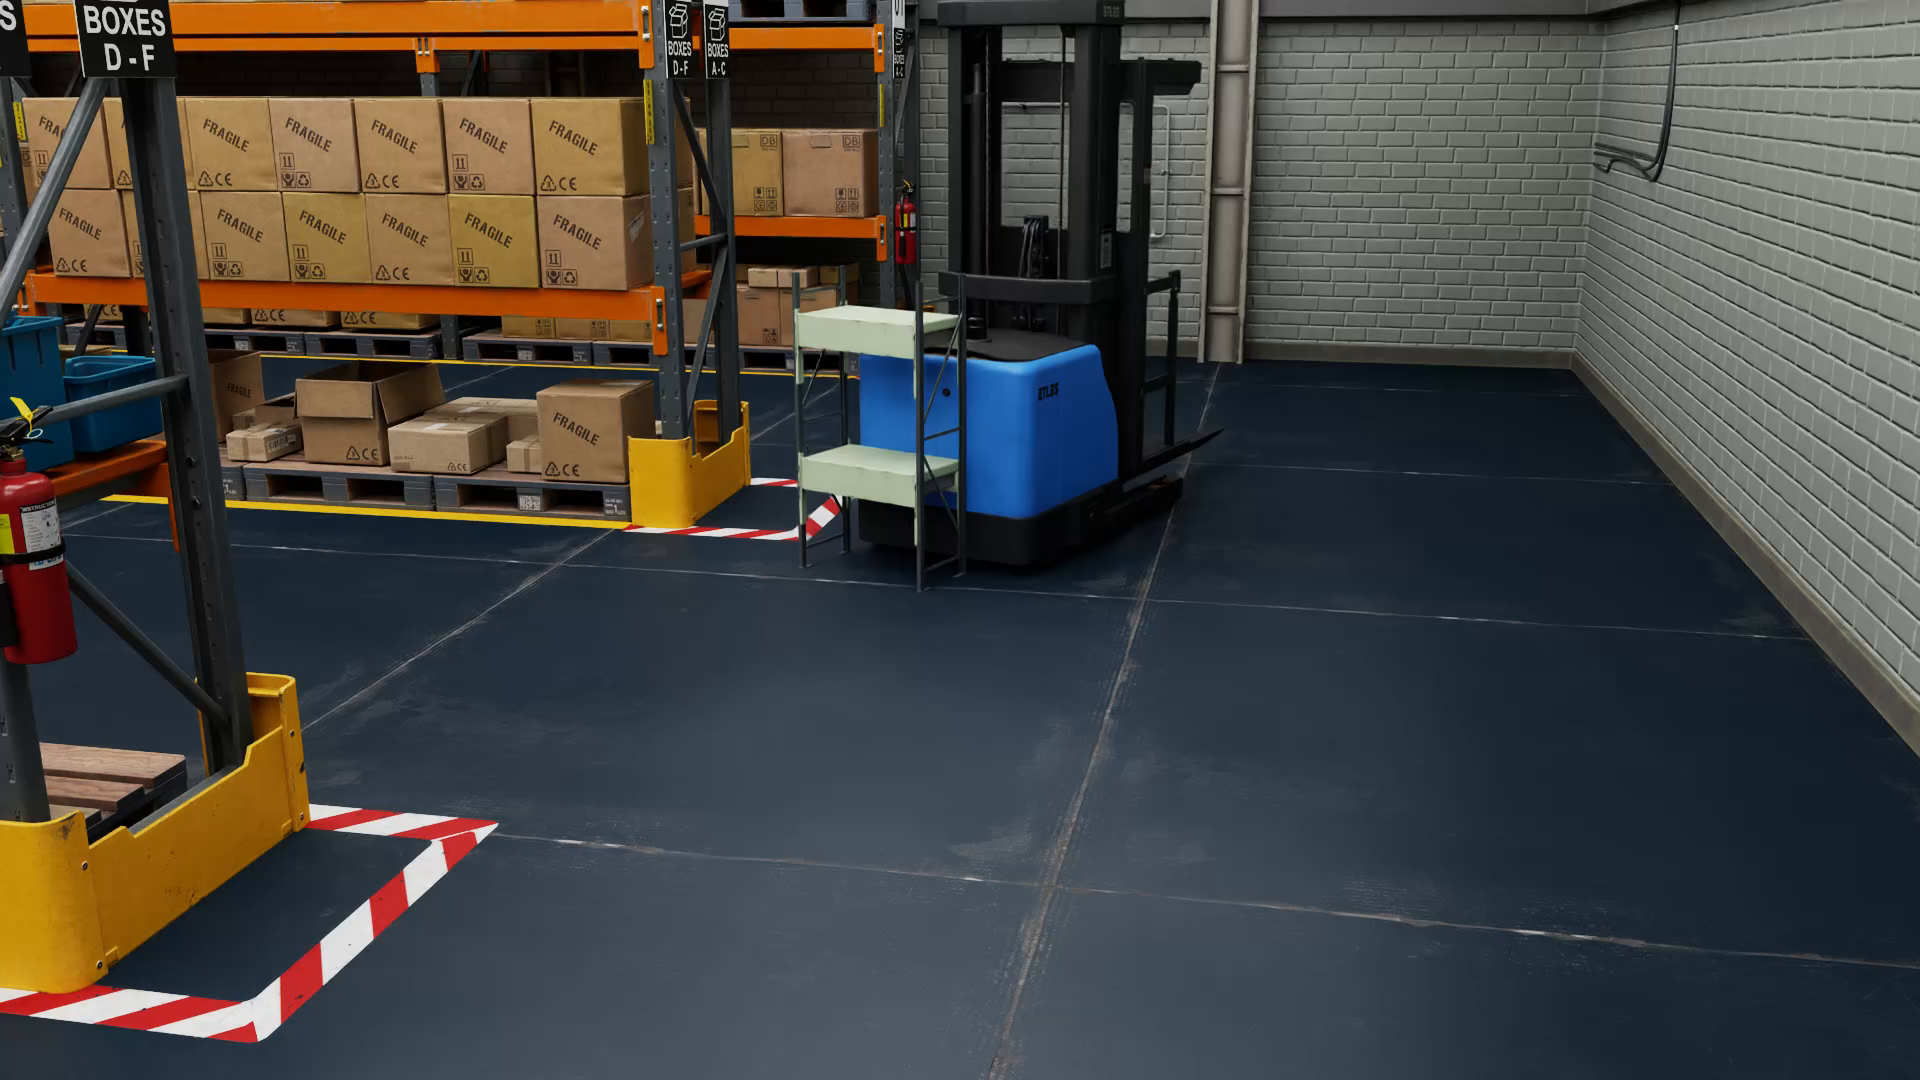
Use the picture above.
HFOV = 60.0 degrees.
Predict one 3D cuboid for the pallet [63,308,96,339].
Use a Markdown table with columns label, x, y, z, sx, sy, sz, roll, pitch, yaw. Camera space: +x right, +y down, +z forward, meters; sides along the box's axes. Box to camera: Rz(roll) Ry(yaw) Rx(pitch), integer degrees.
| label | x | y | z | sx | sy | sz | roll | pitch | yaw |
| --- | --- | --- | --- | --- | --- | --- | --- | --- | --- |
| pallet | -9.109 | -2.081 | 16.110 | 1.213 | 0.211 | 1.003 | 3 | 16 | 11 |

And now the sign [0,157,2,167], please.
| label | x | y | z | sx | sy | sz | roll | pitch | yaw |
| --- | --- | --- | --- | --- | --- | --- | --- | --- | --- |
| sign | -5.514 | -2.287 | 9.460 | 0.005 | 0.325 | 0.100 | 3 | 16 | 11 |

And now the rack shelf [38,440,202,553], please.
| label | x | y | z | sx | sy | sz | roll | pitch | yaw |
| --- | --- | --- | --- | --- | --- | --- | --- | --- | --- |
| rack shelf | -4.438 | -0.126 | 5.174 | 4.000 | 0.370 | 1.077 | 3 | 16 | 11 |

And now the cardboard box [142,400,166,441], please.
| label | x | y | z | sx | sy | sz | roll | pitch | yaw |
| --- | --- | --- | --- | --- | --- | --- | --- | --- | --- |
| cardboard box | -5.039 | -0.712 | 10.155 | 0.500 | 0.311 | 0.500 | 3 | 16 | 11 |

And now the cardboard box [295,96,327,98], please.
| label | x | y | z | sx | sy | sz | roll | pitch | yaw |
| --- | --- | --- | --- | --- | --- | --- | --- | --- | --- |
| cardboard box | -3.864 | -2.392 | 9.947 | 0.500 | 0.500 | 0.500 | 3 | 16 | 12 |

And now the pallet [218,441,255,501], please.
| label | x | y | z | sx | sy | sz | roll | pitch | yaw |
| --- | --- | --- | --- | --- | --- | --- | --- | --- | --- |
| pallet | -4.734 | -0.494 | 10.379 | 1.213 | 0.211 | 1.003 | 3 | 16 | 11 |

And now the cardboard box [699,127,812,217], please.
| label | x | y | z | sx | sy | sz | roll | pitch | yaw |
| --- | --- | --- | --- | --- | --- | --- | --- | --- | --- |
| cardboard box | -1.721 | -3.162 | 14.228 | 0.700 | 0.700 | 0.980 | 3 | 16 | 11 |

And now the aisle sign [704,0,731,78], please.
| label | x | y | z | sx | sy | sz | roll | pitch | yaw |
| --- | --- | --- | --- | --- | --- | --- | --- | --- | --- |
| aisle sign | -1.362 | -2.988 | 9.288 | 0.004 | 0.787 | 0.394 | 3 | 16 | 11 |

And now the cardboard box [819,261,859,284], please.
| label | x | y | z | sx | sy | sz | roll | pitch | yaw |
| --- | --- | --- | --- | --- | --- | --- | --- | --- | --- |
| cardboard box | -1.048 | -2.325 | 14.446 | 0.250 | 0.149 | 0.380 | 3 | 16 | 11 |

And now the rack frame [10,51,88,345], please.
| label | x | y | z | sx | sy | sz | roll | pitch | yaw |
| --- | --- | --- | --- | --- | --- | --- | --- | --- | --- |
| rack frame | -8.344 | -3.383 | 15.586 | 0.127 | 3.000 | 1.000 | 3 | 16 | 11 |

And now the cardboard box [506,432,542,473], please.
| label | x | y | z | sx | sy | sz | roll | pitch | yaw |
| --- | --- | --- | --- | --- | --- | --- | --- | --- | --- |
| cardboard box | -2.448 | -0.518 | 9.725 | 0.250 | 0.166 | 0.380 | 3 | 16 | 11 |

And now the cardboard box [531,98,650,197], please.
| label | x | y | z | sx | sy | sz | roll | pitch | yaw |
| --- | --- | --- | --- | --- | --- | --- | --- | --- | --- |
| cardboard box | -1.978 | -2.143 | 9.050 | 0.500 | 0.500 | 0.500 | 3 | 16 | 11 |

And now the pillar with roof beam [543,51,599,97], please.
| label | x | y | z | sx | sy | sz | roll | pitch | yaw |
| --- | --- | --- | --- | --- | --- | --- | --- | --- | --- |
| pillar with roof beam | -4.423 | -5.124 | 10.634 | 0.400 | 9.000 | 9.100 | 3 | 16 | 11 |

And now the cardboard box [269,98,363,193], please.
| label | x | y | z | sx | sy | sz | roll | pitch | yaw |
| --- | --- | --- | --- | --- | --- | --- | --- | --- | --- |
| cardboard box | -3.486 | -2.224 | 9.340 | 0.500 | 0.500 | 0.500 | 4 | 16 | 13 |

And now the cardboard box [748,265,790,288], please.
| label | x | y | z | sx | sy | sz | roll | pitch | yaw |
| --- | --- | --- | --- | --- | --- | --- | --- | --- | --- |
| cardboard box | -1.623 | -2.252 | 14.182 | 0.250 | 0.149 | 0.380 | 4 | 16 | 13 |

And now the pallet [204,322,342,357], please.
| label | x | y | z | sx | sy | sz | roll | pitch | yaw |
| --- | --- | --- | --- | --- | --- | --- | --- | --- | --- |
| pallet | -6.394 | -1.912 | 15.500 | 1.213 | 0.211 | 1.003 | 3 | 16 | 11 |

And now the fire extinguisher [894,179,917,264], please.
| label | x | y | z | sx | sy | sz | roll | pitch | yaw |
| --- | --- | --- | --- | --- | --- | --- | --- | --- | --- |
| fire extinguisher | -0.448 | -2.612 | 13.645 | 0.183 | 0.674 | 0.296 | 3 | 16 | 11 |

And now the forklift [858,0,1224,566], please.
| label | x | y | z | sx | sy | sz | roll | pitch | yaw |
| --- | --- | --- | --- | --- | --- | --- | --- | --- | --- |
| forklift | 0.651 | -1.624 | 9.365 | 1.130 | 2.935 | 3.031 | 9 | 18 | 29 |

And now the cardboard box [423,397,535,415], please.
| label | x | y | z | sx | sy | sz | roll | pitch | yaw |
| --- | --- | --- | --- | --- | --- | --- | --- | --- | --- |
| cardboard box | -2.944 | -0.705 | 10.244 | 0.500 | 0.250 | 0.500 | 3 | 16 | 11 |

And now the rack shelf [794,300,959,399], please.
| label | x | y | z | sx | sy | sz | roll | pitch | yaw |
| --- | --- | --- | --- | --- | --- | --- | --- | --- | --- |
| rack shelf | -0.392 | -0.938 | 8.107 | 0.720 | 0.370 | 0.431 | 10 | 18 | 32 |

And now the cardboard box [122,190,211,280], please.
| label | x | y | z | sx | sy | sz | roll | pitch | yaw |
| --- | --- | --- | --- | --- | --- | --- | --- | --- | --- |
| cardboard box | -4.460 | -1.798 | 9.675 | 0.500 | 0.500 | 0.500 | 3 | 16 | 12 |

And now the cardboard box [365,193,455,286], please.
| label | x | y | z | sx | sy | sz | roll | pitch | yaw |
| --- | --- | --- | --- | --- | --- | --- | --- | --- | --- |
| cardboard box | -2.978 | -1.717 | 9.384 | 0.500 | 0.500 | 0.500 | 3 | 16 | 12 |

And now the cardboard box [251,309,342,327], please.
| label | x | y | z | sx | sy | sz | roll | pitch | yaw |
| --- | --- | --- | --- | --- | --- | --- | --- | --- | --- |
| cardboard box | -5.958 | -2.384 | 15.219 | 0.750 | 0.750 | 0.750 | 4 | 16 | 13 |

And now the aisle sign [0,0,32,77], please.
| label | x | y | z | sx | sy | sz | roll | pitch | yaw |
| --- | --- | --- | --- | --- | --- | --- | --- | --- | --- |
| aisle sign | -2.466 | -1.538 | 4.057 | 0.004 | 0.787 | 0.394 | 3 | 16 | 11 |

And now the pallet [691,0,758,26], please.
| label | x | y | z | sx | sy | sz | roll | pitch | yaw |
| --- | --- | --- | --- | --- | --- | --- | --- | --- | --- |
| pallet | -2.432 | -4.461 | 14.026 | 1.213 | 0.211 | 1.003 | 3 | 16 | 11 |

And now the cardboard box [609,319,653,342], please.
| label | x | y | z | sx | sy | sz | roll | pitch | yaw |
| --- | --- | --- | --- | --- | --- | --- | --- | --- | --- |
| cardboard box | -2.717 | -2.046 | 14.655 | 0.500 | 0.500 | 0.700 | 3 | 16 | 12 |

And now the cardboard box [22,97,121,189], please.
| label | x | y | z | sx | sy | sz | roll | pitch | yaw |
| --- | --- | --- | --- | --- | --- | --- | --- | --- | --- |
| cardboard box | -5.002 | -2.306 | 9.636 | 0.500 | 0.500 | 0.500 | 4 | 16 | 13 |

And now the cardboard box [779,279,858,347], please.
| label | x | y | z | sx | sy | sz | roll | pitch | yaw |
| --- | --- | --- | --- | --- | --- | --- | --- | --- | --- |
| cardboard box | -1.210 | -1.966 | 14.368 | 0.500 | 0.500 | 0.700 | 3 | 16 | 11 |

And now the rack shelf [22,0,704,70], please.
| label | x | y | z | sx | sy | sz | roll | pitch | yaw |
| --- | --- | --- | --- | --- | --- | --- | --- | --- | --- |
| rack shelf | -3.447 | -2.867 | 9.451 | 4.000 | 0.370 | 1.077 | 3 | 16 | 11 |

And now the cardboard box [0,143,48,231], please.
| label | x | y | z | sx | sy | sz | roll | pitch | yaw |
| --- | --- | --- | --- | --- | --- | --- | --- | --- | --- |
| cardboard box | -5.827 | -2.209 | 10.372 | 0.500 | 0.500 | 0.700 | -2 | 16 | -8 |

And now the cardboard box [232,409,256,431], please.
| label | x | y | z | sx | sy | sz | roll | pitch | yaw |
| --- | --- | --- | --- | --- | --- | --- | --- | --- | --- |
| cardboard box | -4.413 | -0.752 | 10.604 | 0.250 | 0.149 | 0.380 | 3 | 16 | 11 |

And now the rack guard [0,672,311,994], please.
| label | x | y | z | sx | sy | sz | roll | pitch | yaw |
| --- | --- | --- | --- | --- | --- | --- | --- | --- | --- |
| rack guard | -2.452 | 0.837 | 5.035 | 0.348 | 0.500 | 1.175 | 3 | 16 | 11 |

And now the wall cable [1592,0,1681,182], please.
| label | x | y | z | sx | sy | sz | roll | pitch | yaw |
| --- | --- | --- | --- | --- | --- | --- | --- | --- | --- |
| wall cable | 4.967 | -3.958 | 12.240 | 0.112 | 2.526 | 3.097 | 3 | 16 | 11 |

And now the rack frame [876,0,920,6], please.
| label | x | y | z | sx | sy | sz | roll | pitch | yaw |
| --- | --- | --- | --- | --- | --- | --- | --- | --- | --- |
| rack frame | -0.504 | -5.849 | 13.249 | 0.127 | 3.000 | 1.000 | 3 | 16 | 11 |

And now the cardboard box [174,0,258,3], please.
| label | x | y | z | sx | sy | sz | roll | pitch | yaw |
| --- | --- | --- | --- | --- | --- | --- | --- | --- | --- |
| cardboard box | -4.001 | -3.102 | 9.235 | 0.500 | 0.250 | 0.500 | 3 | 16 | 11 |

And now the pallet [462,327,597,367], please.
| label | x | y | z | sx | sy | sz | roll | pitch | yaw |
| --- | --- | --- | --- | --- | --- | --- | --- | --- | --- |
| pallet | -3.694 | -1.766 | 14.971 | 1.213 | 0.211 | 1.003 | 3 | 16 | 11 |

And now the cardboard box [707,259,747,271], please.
| label | x | y | z | sx | sy | sz | roll | pitch | yaw |
| --- | --- | --- | --- | --- | --- | --- | --- | --- | --- |
| cardboard box | -2.039 | -2.378 | 14.639 | 0.250 | 0.149 | 0.380 | 3 | 16 | 12 |

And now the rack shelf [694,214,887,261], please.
| label | x | y | z | sx | sy | sz | roll | pitch | yaw |
| --- | --- | --- | --- | --- | --- | --- | --- | --- | --- |
| rack shelf | -2.464 | -2.717 | 14.530 | 4.000 | 0.370 | 1.077 | 3 | 16 | 11 |

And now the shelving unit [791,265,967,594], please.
| label | x | y | z | sx | sy | sz | roll | pitch | yaw |
| --- | --- | --- | --- | --- | --- | --- | --- | --- | --- |
| shelving unit | -0.392 | -0.562 | 8.211 | 0.755 | 1.500 | 0.431 | 10 | 18 | 32 |

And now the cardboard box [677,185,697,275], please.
| label | x | y | z | sx | sy | sz | roll | pitch | yaw |
| --- | --- | --- | --- | --- | --- | --- | --- | --- | --- |
| cardboard box | -1.870 | -1.802 | 9.692 | 0.500 | 0.500 | 0.500 | 3 | 16 | 12 |
